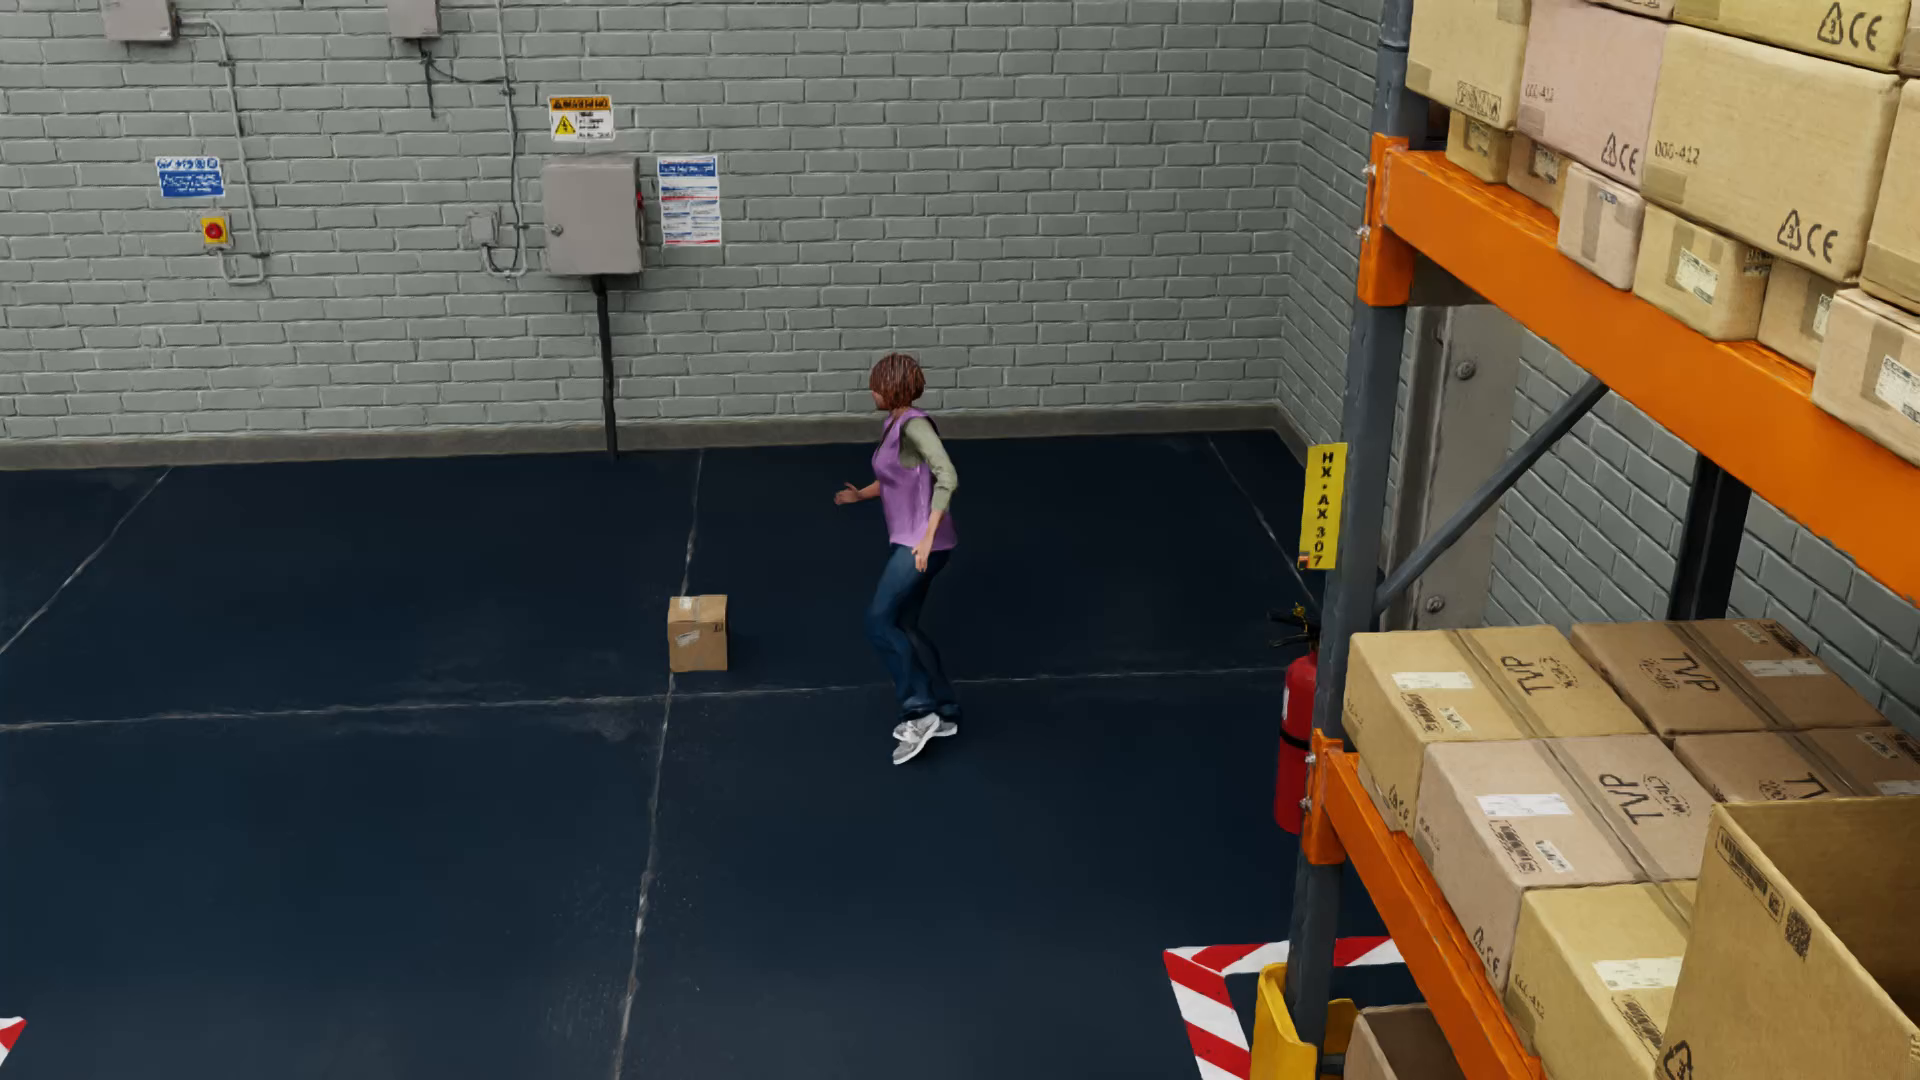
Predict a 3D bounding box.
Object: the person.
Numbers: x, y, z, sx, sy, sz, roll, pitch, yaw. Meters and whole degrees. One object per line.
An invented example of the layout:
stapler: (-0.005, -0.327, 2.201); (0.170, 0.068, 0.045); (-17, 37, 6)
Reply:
person: (-0.241, 0.059, 6.614); (0.500, 1.486, 0.783); (-4, 24, -8)
